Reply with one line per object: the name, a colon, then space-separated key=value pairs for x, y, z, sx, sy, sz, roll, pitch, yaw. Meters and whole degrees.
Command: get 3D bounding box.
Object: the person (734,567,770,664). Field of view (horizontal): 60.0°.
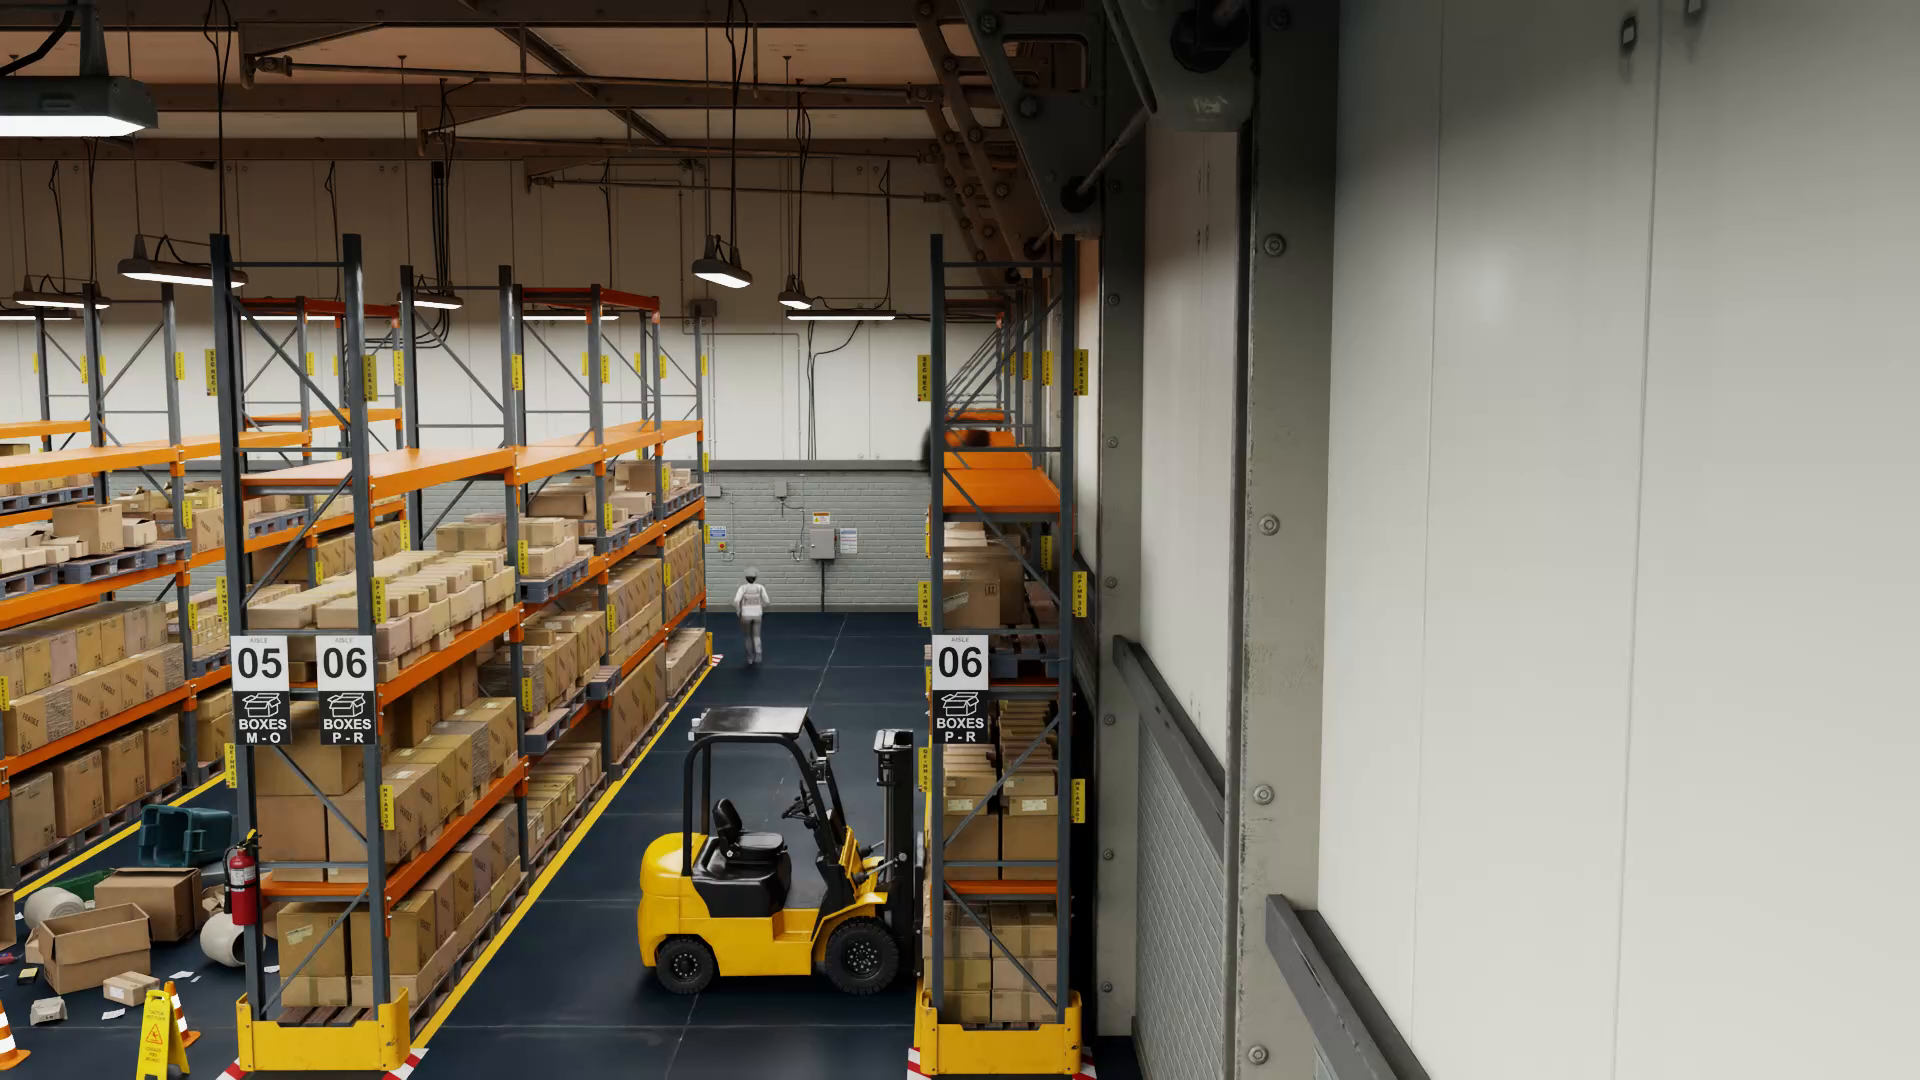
person: x=-3.462 y=1.288 z=27.590 sx=0.612 sy=1.682 sz=0.885 roll=-2 pitch=7 yaw=-14
